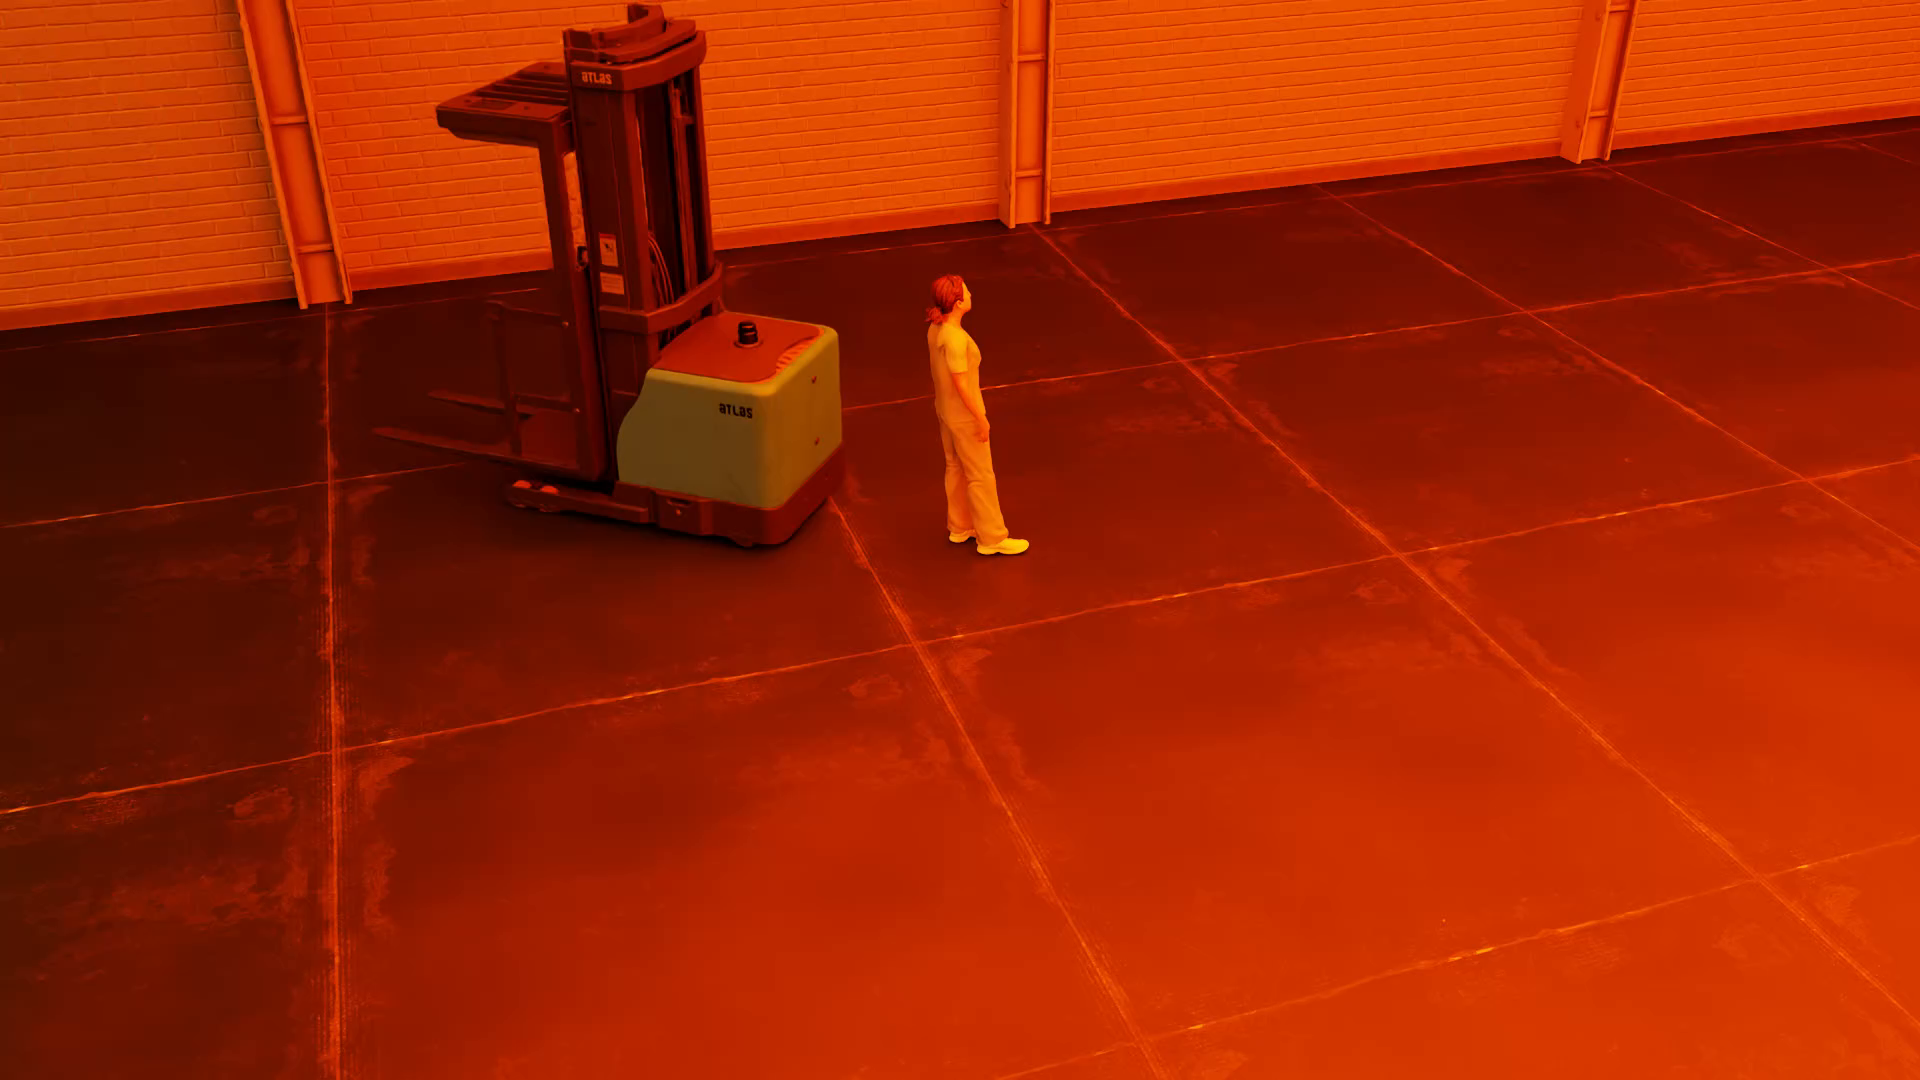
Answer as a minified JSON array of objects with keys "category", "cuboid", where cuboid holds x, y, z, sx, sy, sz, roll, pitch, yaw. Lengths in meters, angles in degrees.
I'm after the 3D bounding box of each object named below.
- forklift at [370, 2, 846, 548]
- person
[{"category":"forklift","cuboid":[-2.299,-1.672,9.993,3.031,2.935,1.130,11,32,18]},{"category":"person","cuboid":[0.075,-0.738,9.614,0.548,1.673,0.550,-10,31,-16]}]
